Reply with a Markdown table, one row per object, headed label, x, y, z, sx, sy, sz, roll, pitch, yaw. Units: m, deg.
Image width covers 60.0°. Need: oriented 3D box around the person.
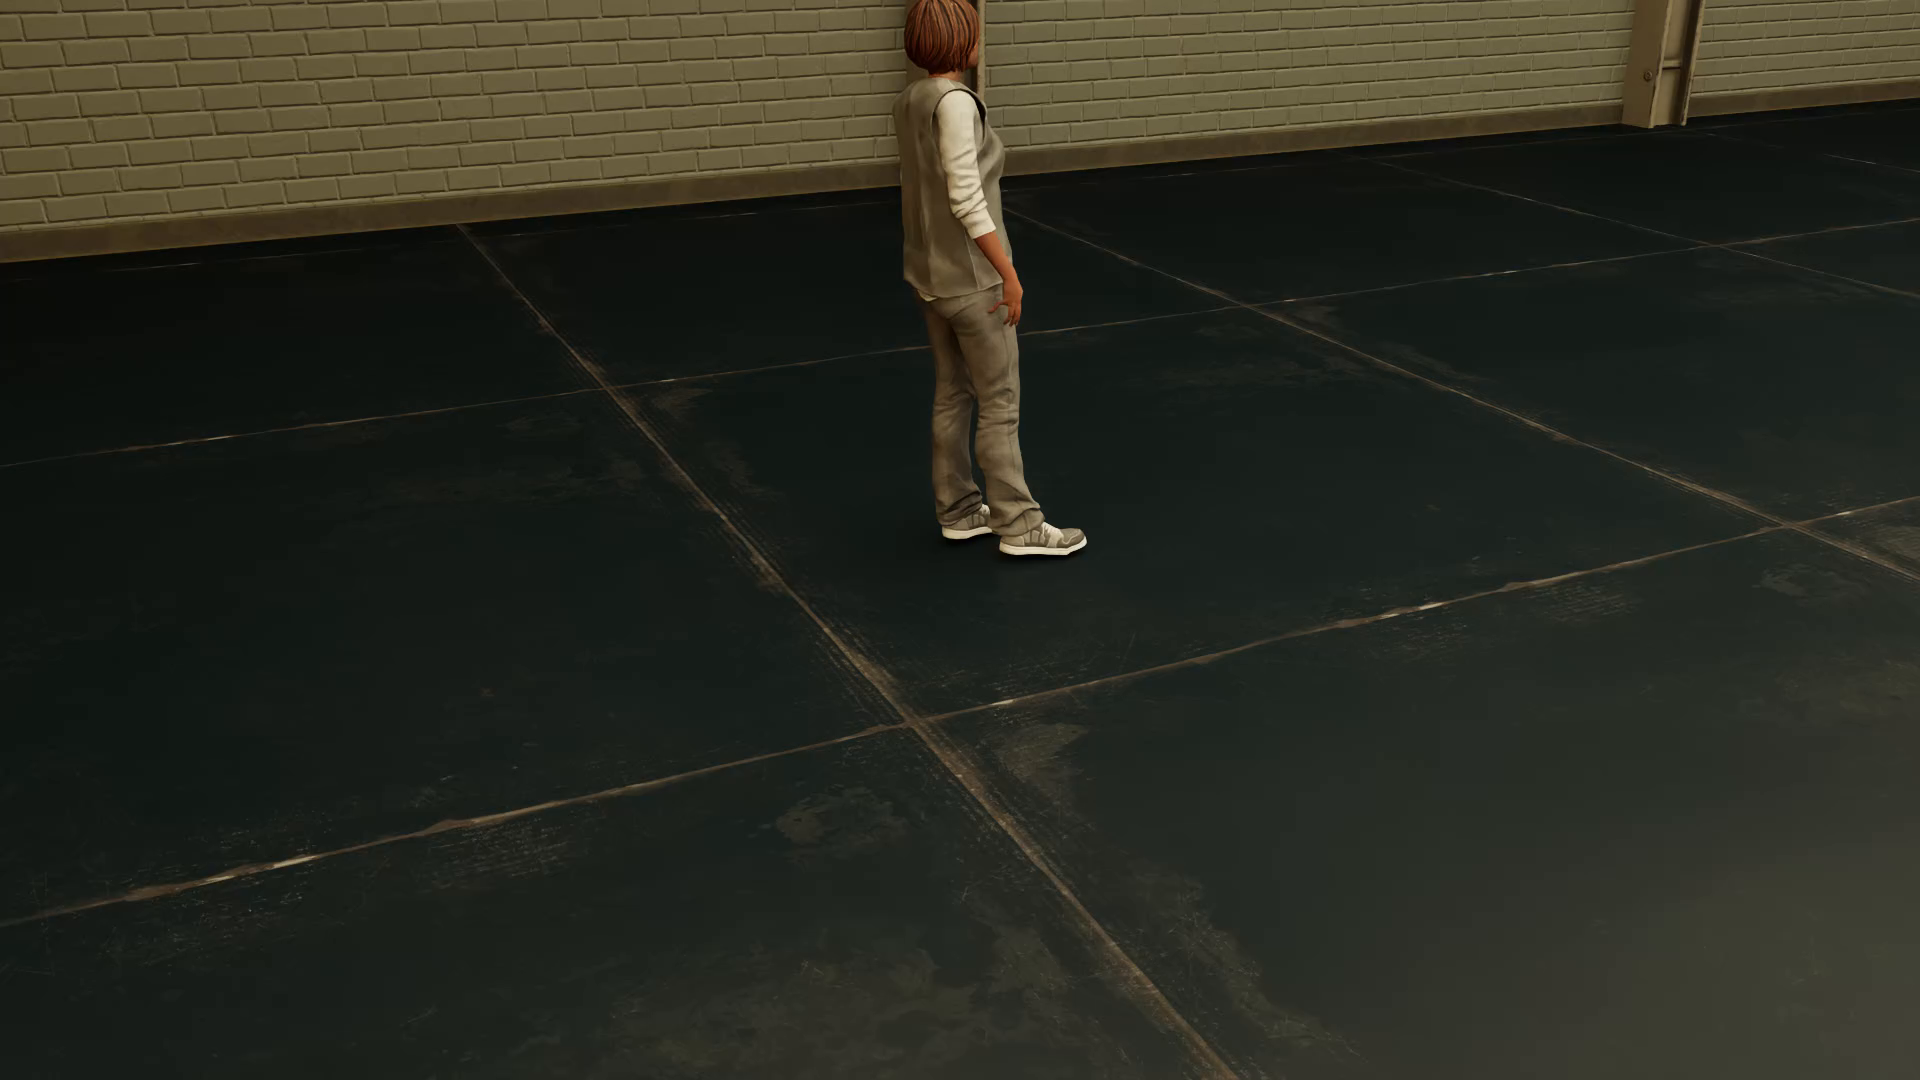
| label | x | y | z | sx | sy | sz | roll | pitch | yaw |
| --- | --- | --- | --- | --- | --- | --- | --- | --- | --- |
| person | 0.073 | -0.751 | 4.814 | 0.475 | 1.597 | 0.520 | -10 | 25 | -23 |
